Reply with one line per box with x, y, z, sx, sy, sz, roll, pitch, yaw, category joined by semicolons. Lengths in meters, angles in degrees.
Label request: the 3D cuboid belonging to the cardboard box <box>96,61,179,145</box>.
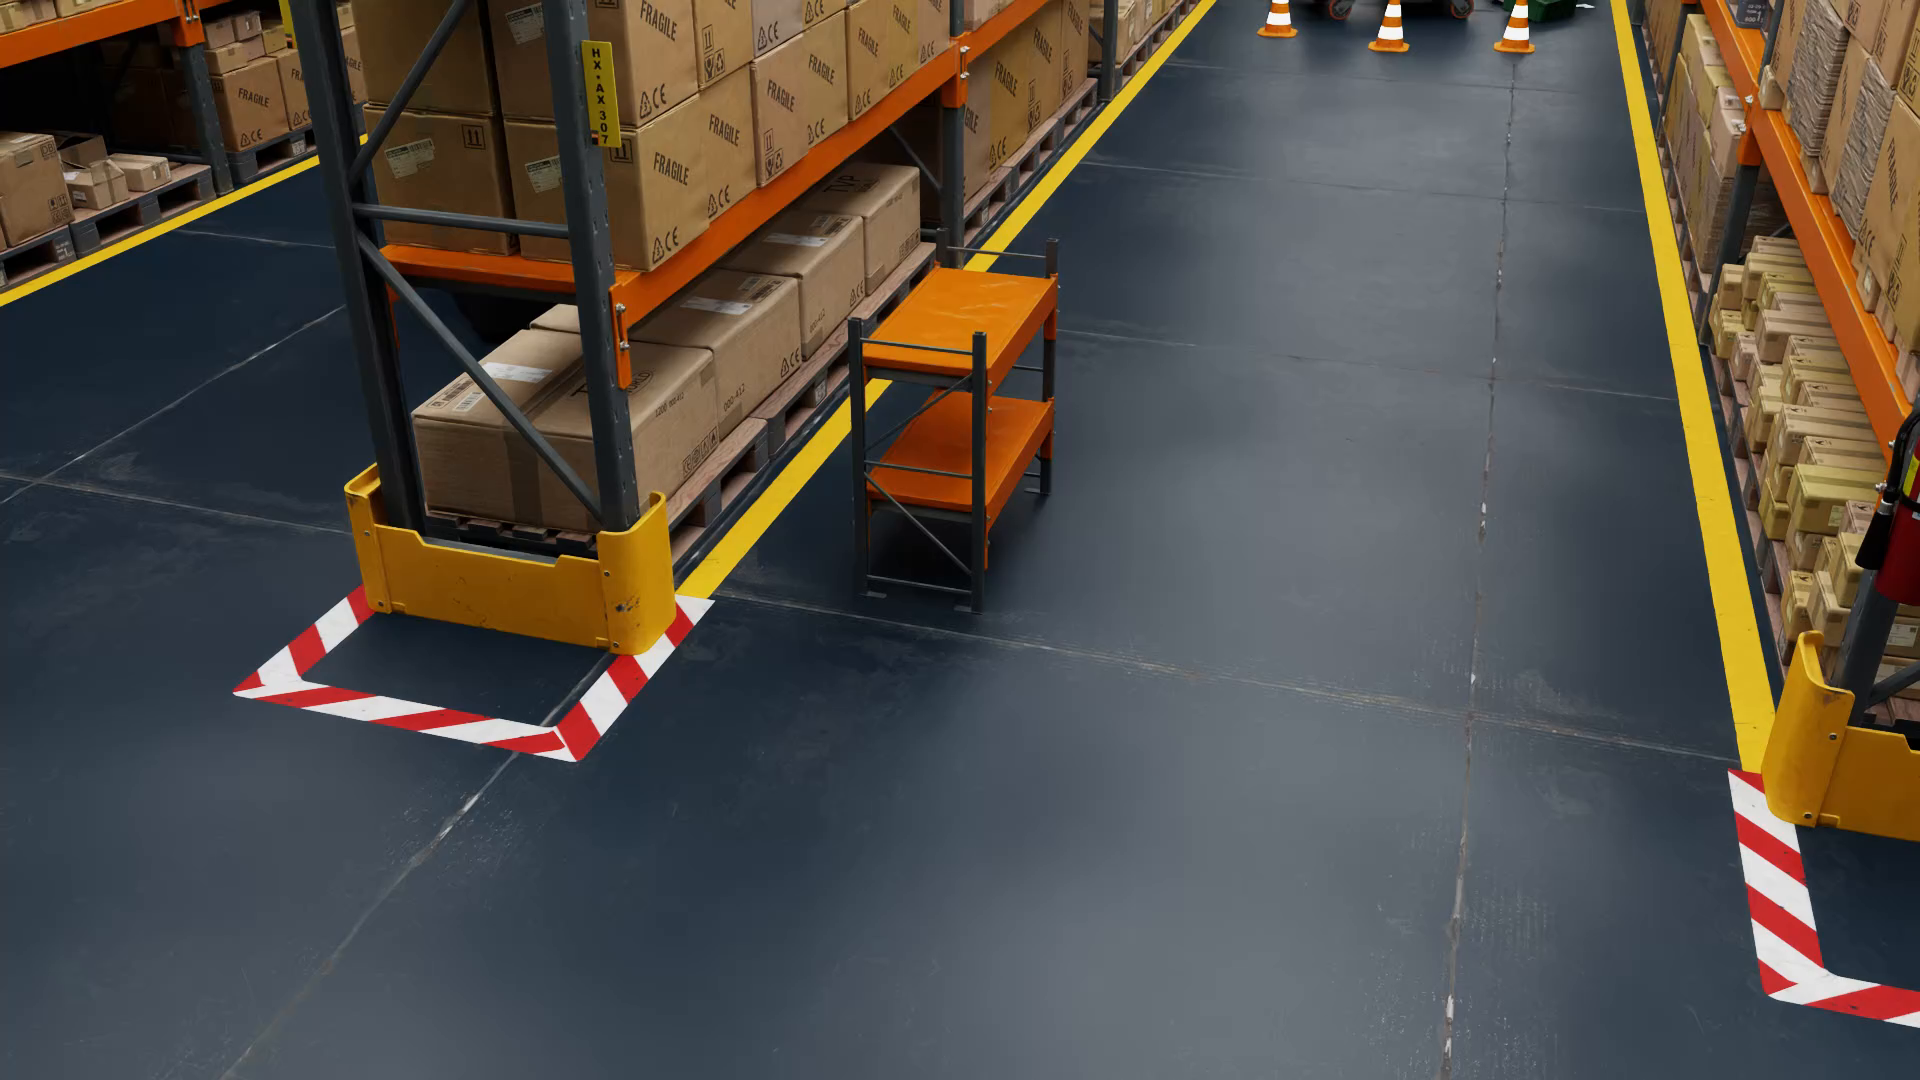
-5.359;-2.986;11.171;0.500;0.500;0.500;8;30;15;cardboard box

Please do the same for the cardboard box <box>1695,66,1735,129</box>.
4.570;-2.544;9.606;0.500;0.250;0.500;7;30;13;cardboard box

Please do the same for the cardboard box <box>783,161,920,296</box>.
-0.761;-1.705;8.933;0.875;0.438;0.875;8;30;14;cardboard box

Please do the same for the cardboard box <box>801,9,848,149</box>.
-0.813;-1.993;7.144;0.500;0.500;0.500;10;30;17;cardboard box

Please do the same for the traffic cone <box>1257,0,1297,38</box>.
2.849;-4.751;14.814;0.336;0.463;0.334;8;30;15;traffic cone

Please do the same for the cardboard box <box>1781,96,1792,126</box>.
3.887;-1.933;7.398;0.380;0.149;0.250;9;30;16;cardboard box

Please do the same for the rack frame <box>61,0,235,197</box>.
-5.220;-3.624;10.179;1.000;3.000;0.127;8;30;15;rack frame

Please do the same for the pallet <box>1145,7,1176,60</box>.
1.291;-4.486;14.597;1.003;0.211;1.213;8;30;15;pallet

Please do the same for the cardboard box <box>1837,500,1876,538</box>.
3.156;0.012;5.531;0.380;0.149;0.250;9;30;16;cardboard box

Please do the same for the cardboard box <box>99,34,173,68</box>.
-5.388;-3.211;10.909;0.380;0.149;0.250;7;30;13;cardboard box

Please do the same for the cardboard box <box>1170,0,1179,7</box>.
1.515;-5.092;15.089;0.950;0.372;0.625;10;31;18;cardboard box

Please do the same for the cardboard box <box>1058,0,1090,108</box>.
0.418;-3.722;12.110;0.875;0.875;0.875;8;30;14;cardboard box

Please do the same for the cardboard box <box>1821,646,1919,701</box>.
3.069;0.388;5.467;0.380;0.149;0.250;9;30;16;cardboard box

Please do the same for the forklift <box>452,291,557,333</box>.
-2.556;-3.037;9.194;1.130;2.935;3.031;-12;31;-20;forklift

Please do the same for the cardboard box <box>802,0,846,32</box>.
-0.801;-2.435;6.911;0.500;0.500;0.500;9;30;15;cardboard box

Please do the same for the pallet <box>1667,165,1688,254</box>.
4.871;-1.971;10.075;1.003;0.211;1.213;8;30;15;pallet

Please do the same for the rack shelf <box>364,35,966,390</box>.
-1.061;-1.674;7.413;1.077;0.370;4.000;8;30;15;rack shelf

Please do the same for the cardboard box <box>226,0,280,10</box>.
-5.048;-3.819;12.001;0.380;0.149;0.250;9;30;16;cardboard box

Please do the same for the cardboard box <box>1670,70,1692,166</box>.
4.866;-2.682;10.625;0.500;0.500;0.500;9;30;15;cardboard box

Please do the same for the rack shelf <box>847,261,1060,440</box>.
-0.002;-0.744;6.329;0.538;0.278;1.000;8;30;15;rack shelf

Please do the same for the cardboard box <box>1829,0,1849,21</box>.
3.607;-2.221;6.220;0.500;0.500;0.500;9;30;16;cardboard box

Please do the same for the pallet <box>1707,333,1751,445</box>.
4.125;-0.723;7.832;1.003;0.211;1.213;8;30;15;pallet

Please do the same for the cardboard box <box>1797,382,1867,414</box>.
3.456;-0.477;6.411;0.380;0.149;0.250;7;30;13;cardboard box

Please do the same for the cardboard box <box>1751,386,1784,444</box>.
3.434;-0.486;6.732;0.380;0.149;0.250;9;30;15;cardboard box

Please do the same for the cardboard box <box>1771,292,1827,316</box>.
3.769;-0.957;7.273;0.380;0.149;0.250;8;30;14;cardboard box

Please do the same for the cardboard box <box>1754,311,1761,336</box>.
3.850;-0.954;7.575;0.380;0.149;0.250;8;30;15;cardboard box

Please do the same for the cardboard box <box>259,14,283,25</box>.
-4.721;-3.518;11.460;0.380;0.149;0.250;8;30;14;cardboard box

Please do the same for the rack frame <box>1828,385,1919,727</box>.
3.114;-0.399;4.382;1.000;3.000;0.127;8;30;15;rack frame

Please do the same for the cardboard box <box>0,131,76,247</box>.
-5.531;-2.001;9.401;0.700;0.500;0.500;7;30;13;cardboard box

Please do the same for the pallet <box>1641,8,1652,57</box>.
6.482;-4.388;14.421;1.003;0.211;1.213;8;30;15;pallet

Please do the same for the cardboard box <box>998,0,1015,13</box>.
0.058;-3.260;9.678;0.500;0.250;0.500;8;30;14;cardboard box

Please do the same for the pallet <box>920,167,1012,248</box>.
-0.319;-2.068;10.251;1.003;0.211;1.213;8;30;15;pallet

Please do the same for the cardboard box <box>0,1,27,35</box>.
-5.332;-2.841;9.030;0.380;0.149;0.250;8;30;14;cardboard box

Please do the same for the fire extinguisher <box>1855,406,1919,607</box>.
2.599;-0.151;4.400;0.296;0.674;0.183;8;30;15;fire extinguisher

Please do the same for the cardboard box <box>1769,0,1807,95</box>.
3.902;-2.238;7.278;0.500;0.500;0.500;8;30;14;cardboard box

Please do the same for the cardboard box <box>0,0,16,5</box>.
-5.428;-2.952;8.820;0.500;0.250;0.500;8;30;15;cardboard box

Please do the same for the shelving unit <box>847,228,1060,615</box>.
-0.002;-0.488;6.471;0.538;1.125;1.048;8;30;15;shelving unit

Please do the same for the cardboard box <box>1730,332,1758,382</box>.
3.772;-0.826;7.650;0.380;0.149;0.250;8;30;15;cardboard box

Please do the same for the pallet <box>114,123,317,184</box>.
-5.017;-2.789;11.547;1.003;0.211;1.213;8;30;15;pallet

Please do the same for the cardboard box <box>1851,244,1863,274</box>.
3.265;-0.951;5.632;0.380;0.149;0.250;7;30;13;cardboard box

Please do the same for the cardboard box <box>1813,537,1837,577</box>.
3.124;0.133;5.620;0.380;0.149;0.250;8;30;14;cardboard box

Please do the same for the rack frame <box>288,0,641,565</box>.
-1.648;-1.059;5.568;1.000;3.000;0.127;8;30;15;rack frame

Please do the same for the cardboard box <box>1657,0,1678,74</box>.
5.980;-3.995;12.727;1.050;0.750;0.750;9;30;16;cardboard box

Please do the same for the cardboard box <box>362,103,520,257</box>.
-1.759;-1.364;6.014;0.500;0.500;0.500;9;30;15;cardboard box

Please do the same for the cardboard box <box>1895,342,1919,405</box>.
2.939;-0.482;4.788;0.380;0.149;0.250;9;30;15;cardboard box

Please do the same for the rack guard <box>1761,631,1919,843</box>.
3.136;0.658;5.054;1.175;0.500;0.348;8;30;15;rack guard

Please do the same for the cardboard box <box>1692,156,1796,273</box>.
4.264;-1.729;8.913;0.500;0.500;0.500;8;30;14;cardboard box

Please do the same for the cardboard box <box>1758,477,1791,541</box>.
3.282;-0.100;6.345;0.380;0.149;0.250;7;30;13;cardboard box

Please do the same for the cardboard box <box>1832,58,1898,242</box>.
3.295;-1.294;5.582;0.500;0.500;0.500;9;30;15;cardboard box
